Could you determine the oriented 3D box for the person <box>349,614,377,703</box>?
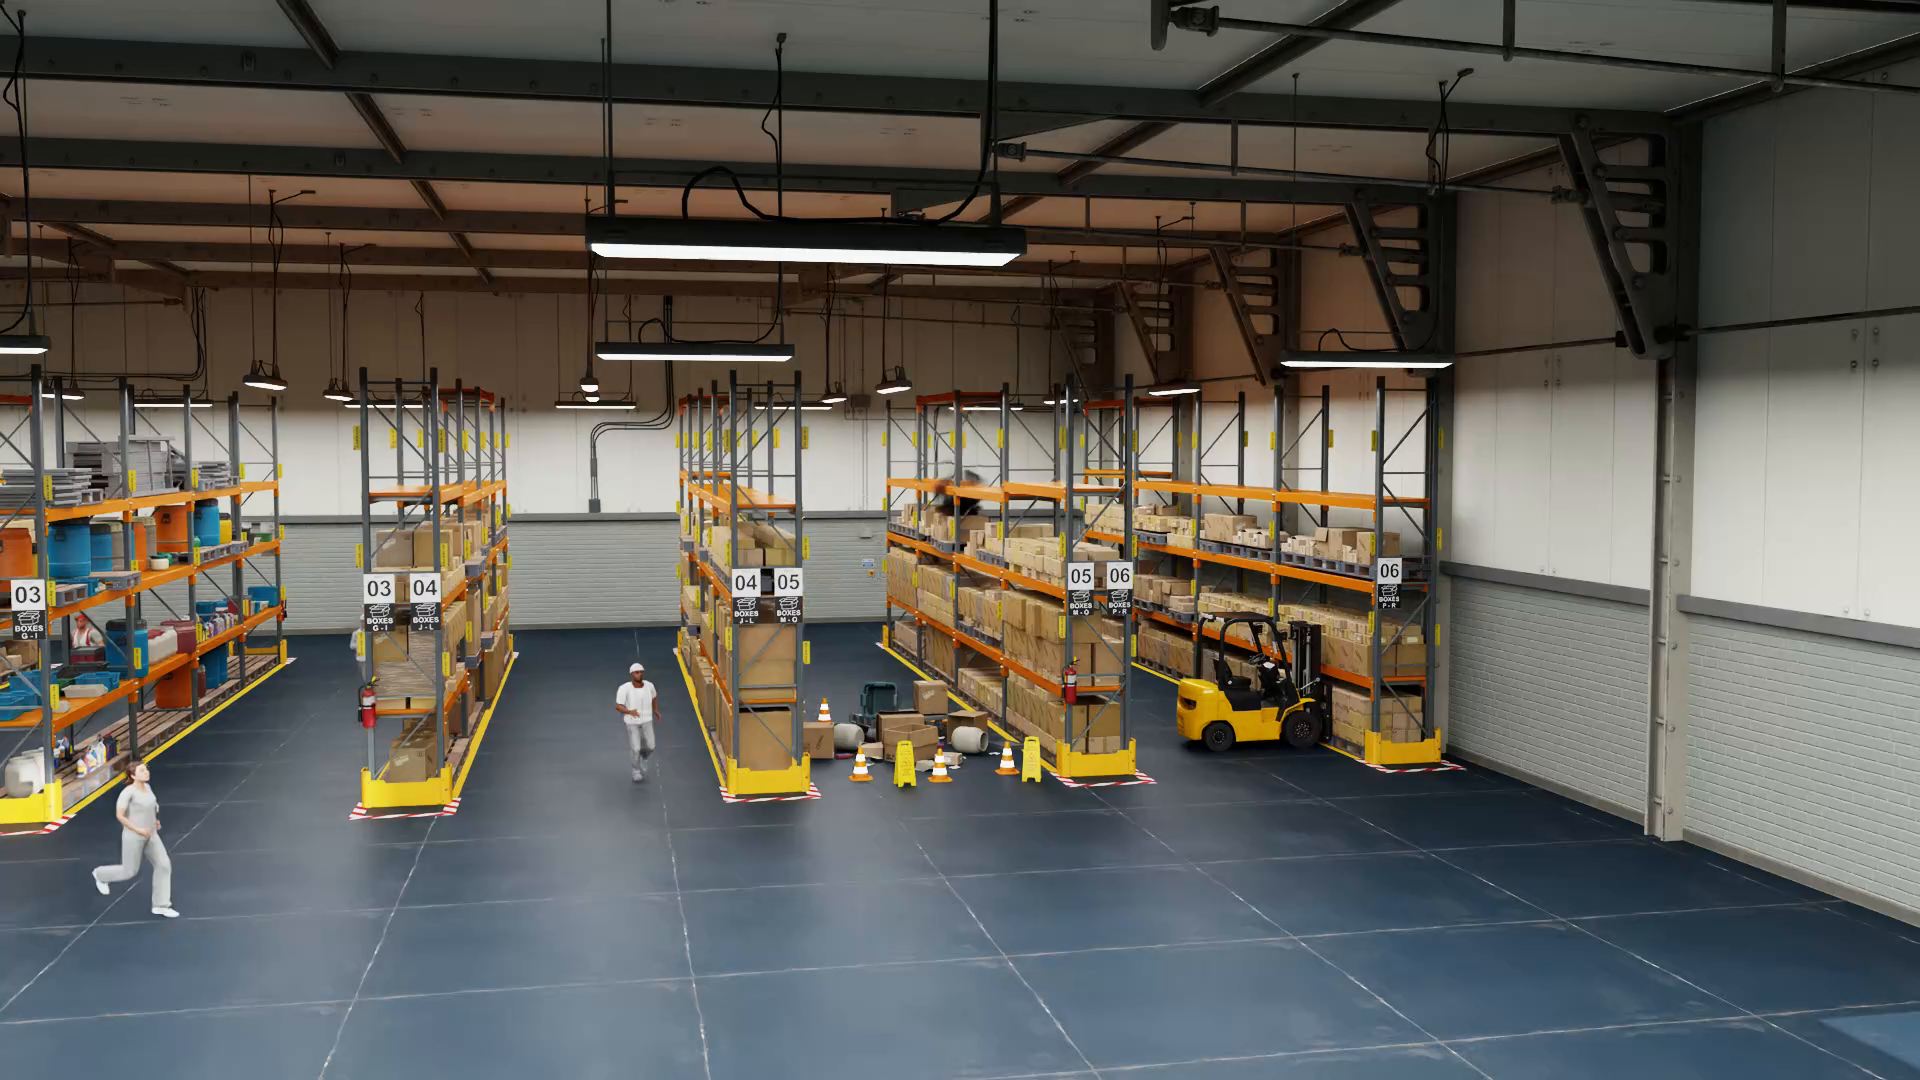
[{"bbox_3d":[-11.081,2.274,31.123,0.638,1.835,0.777,-1,3,-10],"label":"person"}]

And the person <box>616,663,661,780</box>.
[{"bbox_3d":[-4.709,2.678,24.487,0.692,1.724,0.582,-2,4,-30],"label":"person"}]

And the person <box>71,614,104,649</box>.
[{"bbox_3d":[-16.182,2.266,30.838,0.655,1.809,0.872,0,3,-1],"label":"person"}]

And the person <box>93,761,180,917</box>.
[{"bbox_3d":[-8.718,3.156,17.604,1.008,1.652,0.545,1,4,18],"label":"person"}]
